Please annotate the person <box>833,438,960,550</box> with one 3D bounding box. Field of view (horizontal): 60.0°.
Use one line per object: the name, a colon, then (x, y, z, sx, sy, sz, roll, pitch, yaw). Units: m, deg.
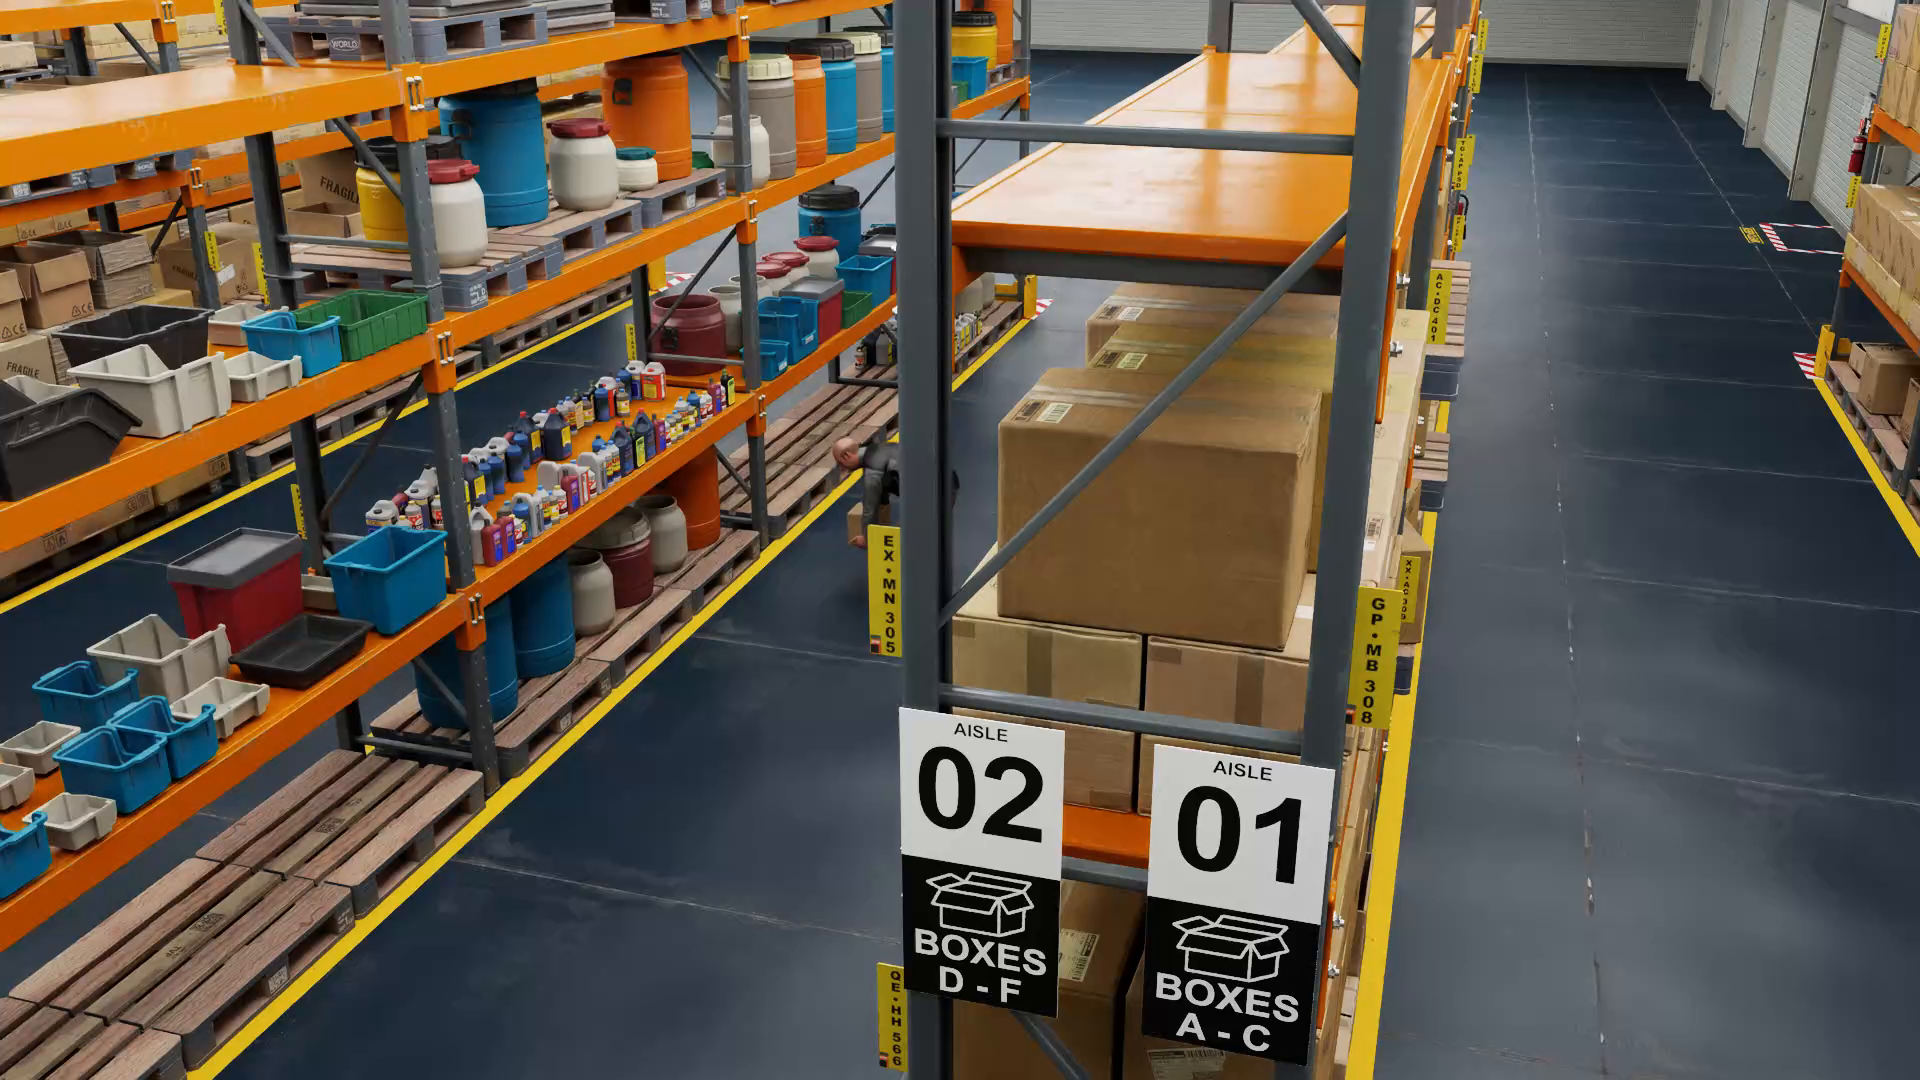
person: (-0.475, -0.152, 12.227, 0.931, 1.184, 0.475, 6, 22, 13)
